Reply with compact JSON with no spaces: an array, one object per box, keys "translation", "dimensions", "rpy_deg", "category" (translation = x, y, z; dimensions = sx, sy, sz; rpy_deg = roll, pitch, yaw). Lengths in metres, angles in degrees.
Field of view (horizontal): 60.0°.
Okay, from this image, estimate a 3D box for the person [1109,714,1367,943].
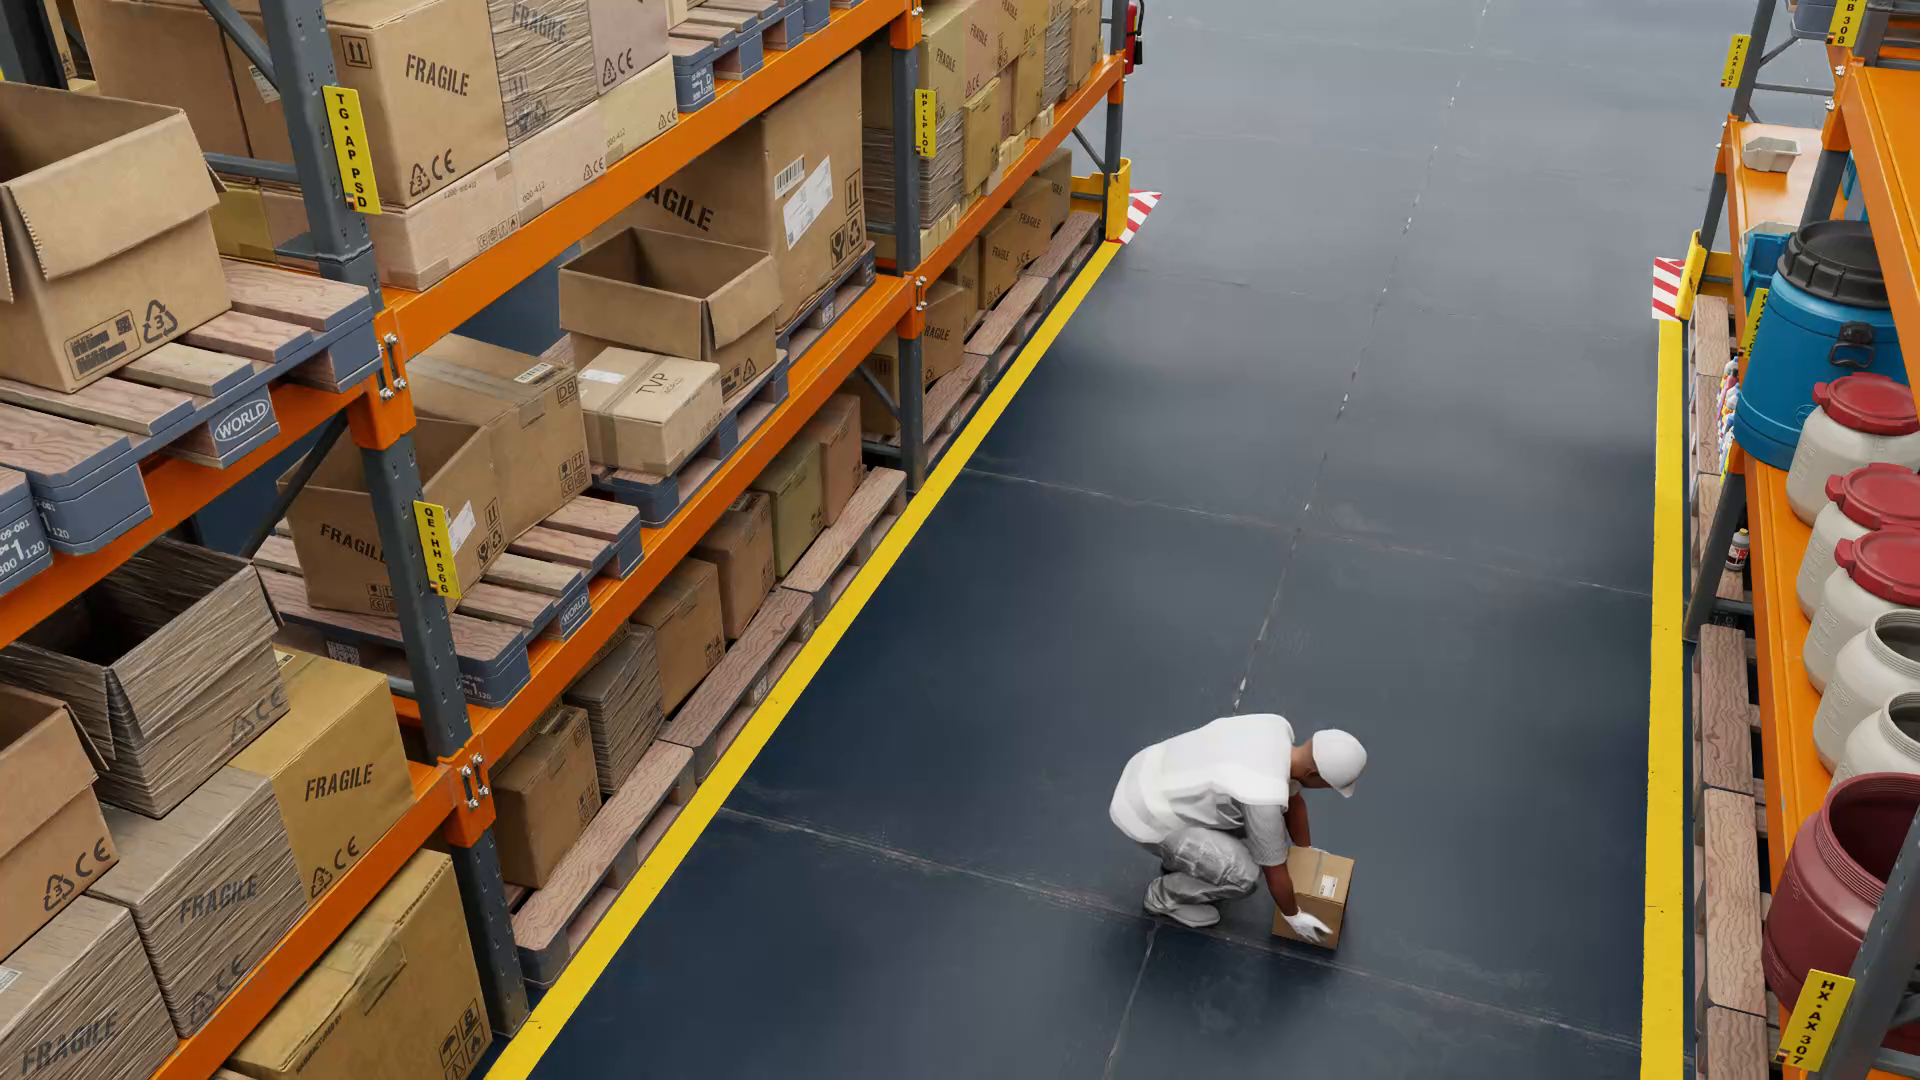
[{"translation":[1.044,1.036,6.354],"dimensions":[0.907,0.886,0.576],"rpy_deg":[11,35,17],"category":"person"}]
